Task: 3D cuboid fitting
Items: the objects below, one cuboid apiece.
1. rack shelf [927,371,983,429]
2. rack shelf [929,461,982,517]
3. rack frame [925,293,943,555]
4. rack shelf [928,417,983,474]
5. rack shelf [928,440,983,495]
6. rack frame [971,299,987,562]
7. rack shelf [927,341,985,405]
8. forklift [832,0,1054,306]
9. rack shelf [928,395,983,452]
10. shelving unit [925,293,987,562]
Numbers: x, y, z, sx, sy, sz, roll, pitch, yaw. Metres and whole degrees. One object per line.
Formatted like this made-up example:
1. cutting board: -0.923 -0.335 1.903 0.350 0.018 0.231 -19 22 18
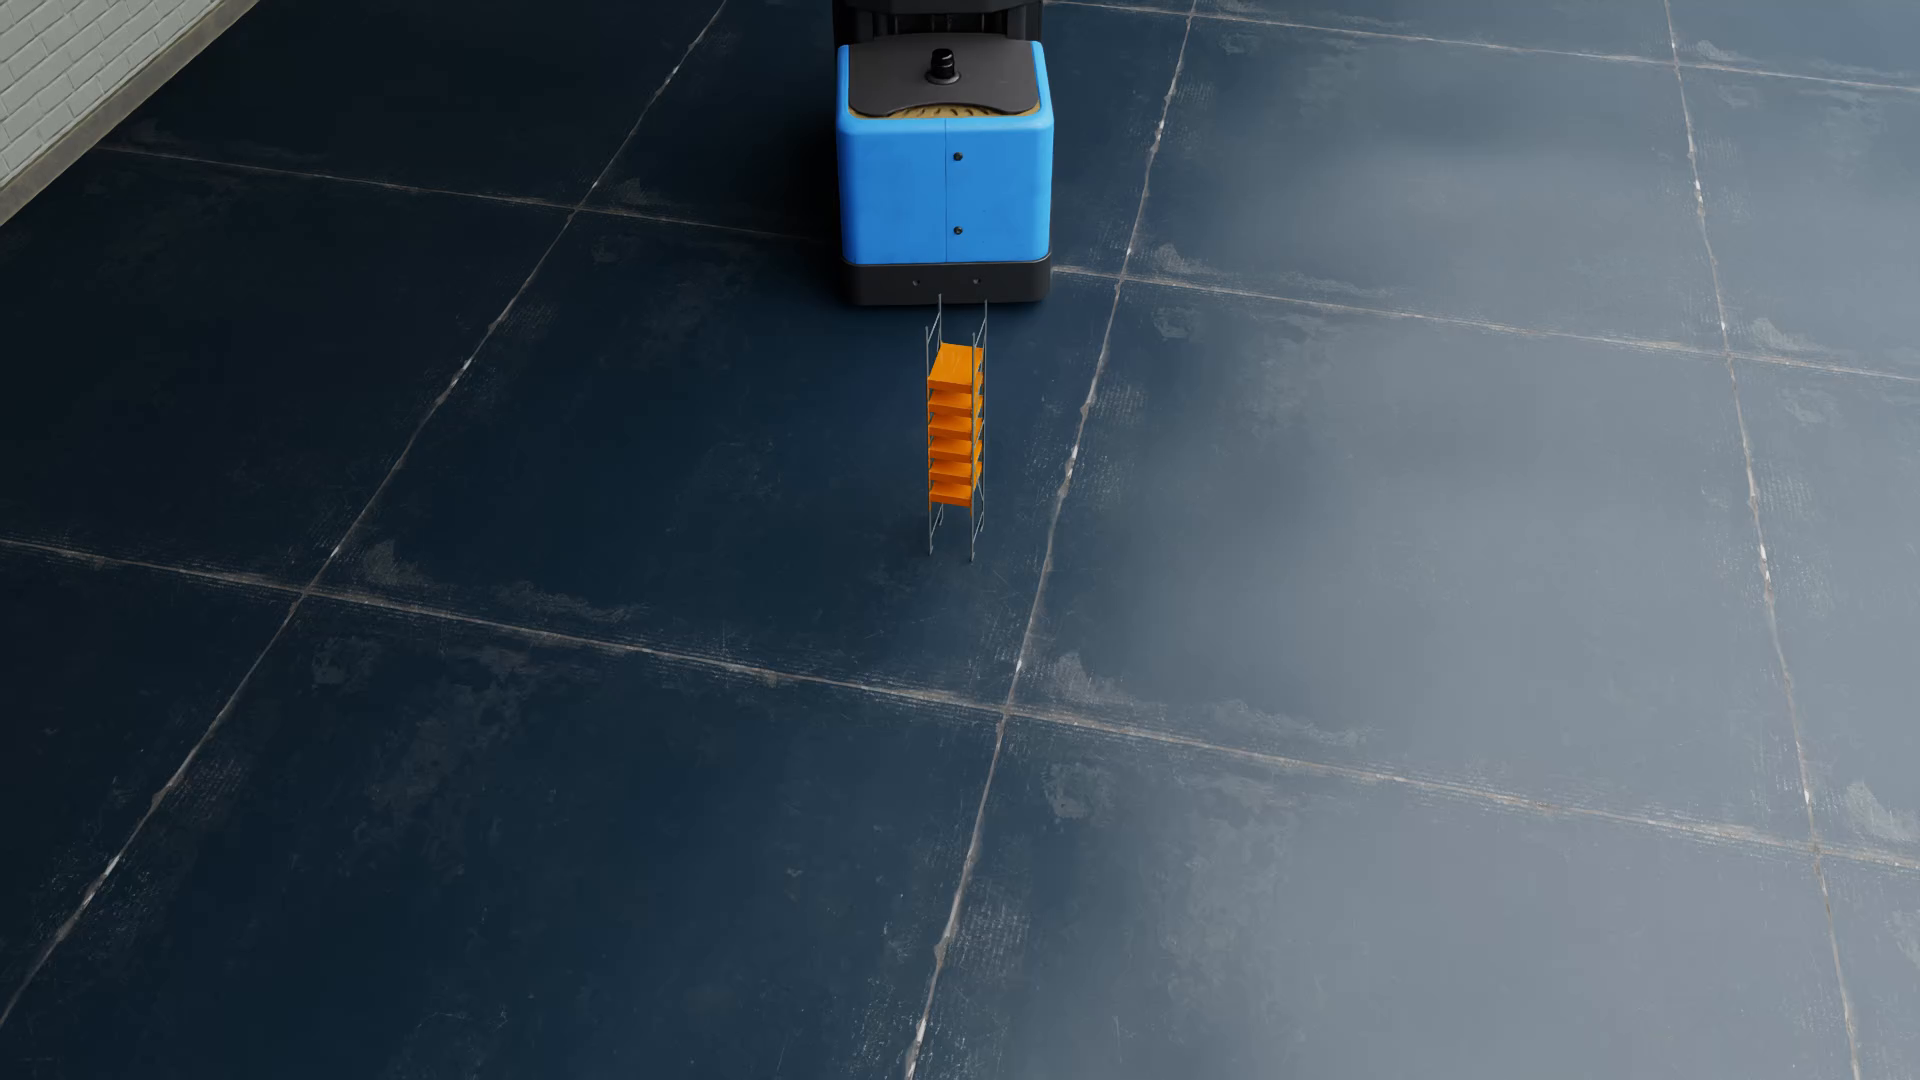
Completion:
1. rack shelf: -0.014 -0.575 6.661 0.180 0.103 0.258 9 45 9
2. rack shelf: -0.014 -0.230 6.993 0.180 0.103 0.258 9 45 9
3. rack frame: -0.103 -0.448 6.811 0.006 1.200 0.240 9 45 9
4. rack shelf: -0.014 -0.402 6.827 0.180 0.103 0.258 9 45 9
5. rack shelf: -0.014 -0.316 6.910 0.180 0.103 0.258 9 45 9
6. rack frame: 0.075 -0.421 6.782 0.006 1.200 0.240 9 45 9
7. rack shelf: -0.014 -0.662 6.577 0.180 0.103 0.258 9 45 9
8. forklift: -0.126 -3.237 8.459 1.130 2.935 3.031 -2 44 -2
9. rack shelf: -0.014 -0.489 6.744 0.180 0.103 0.258 9 45 9
10. shelving unit: -0.014 -0.434 6.796 0.189 1.200 0.258 9 45 9
